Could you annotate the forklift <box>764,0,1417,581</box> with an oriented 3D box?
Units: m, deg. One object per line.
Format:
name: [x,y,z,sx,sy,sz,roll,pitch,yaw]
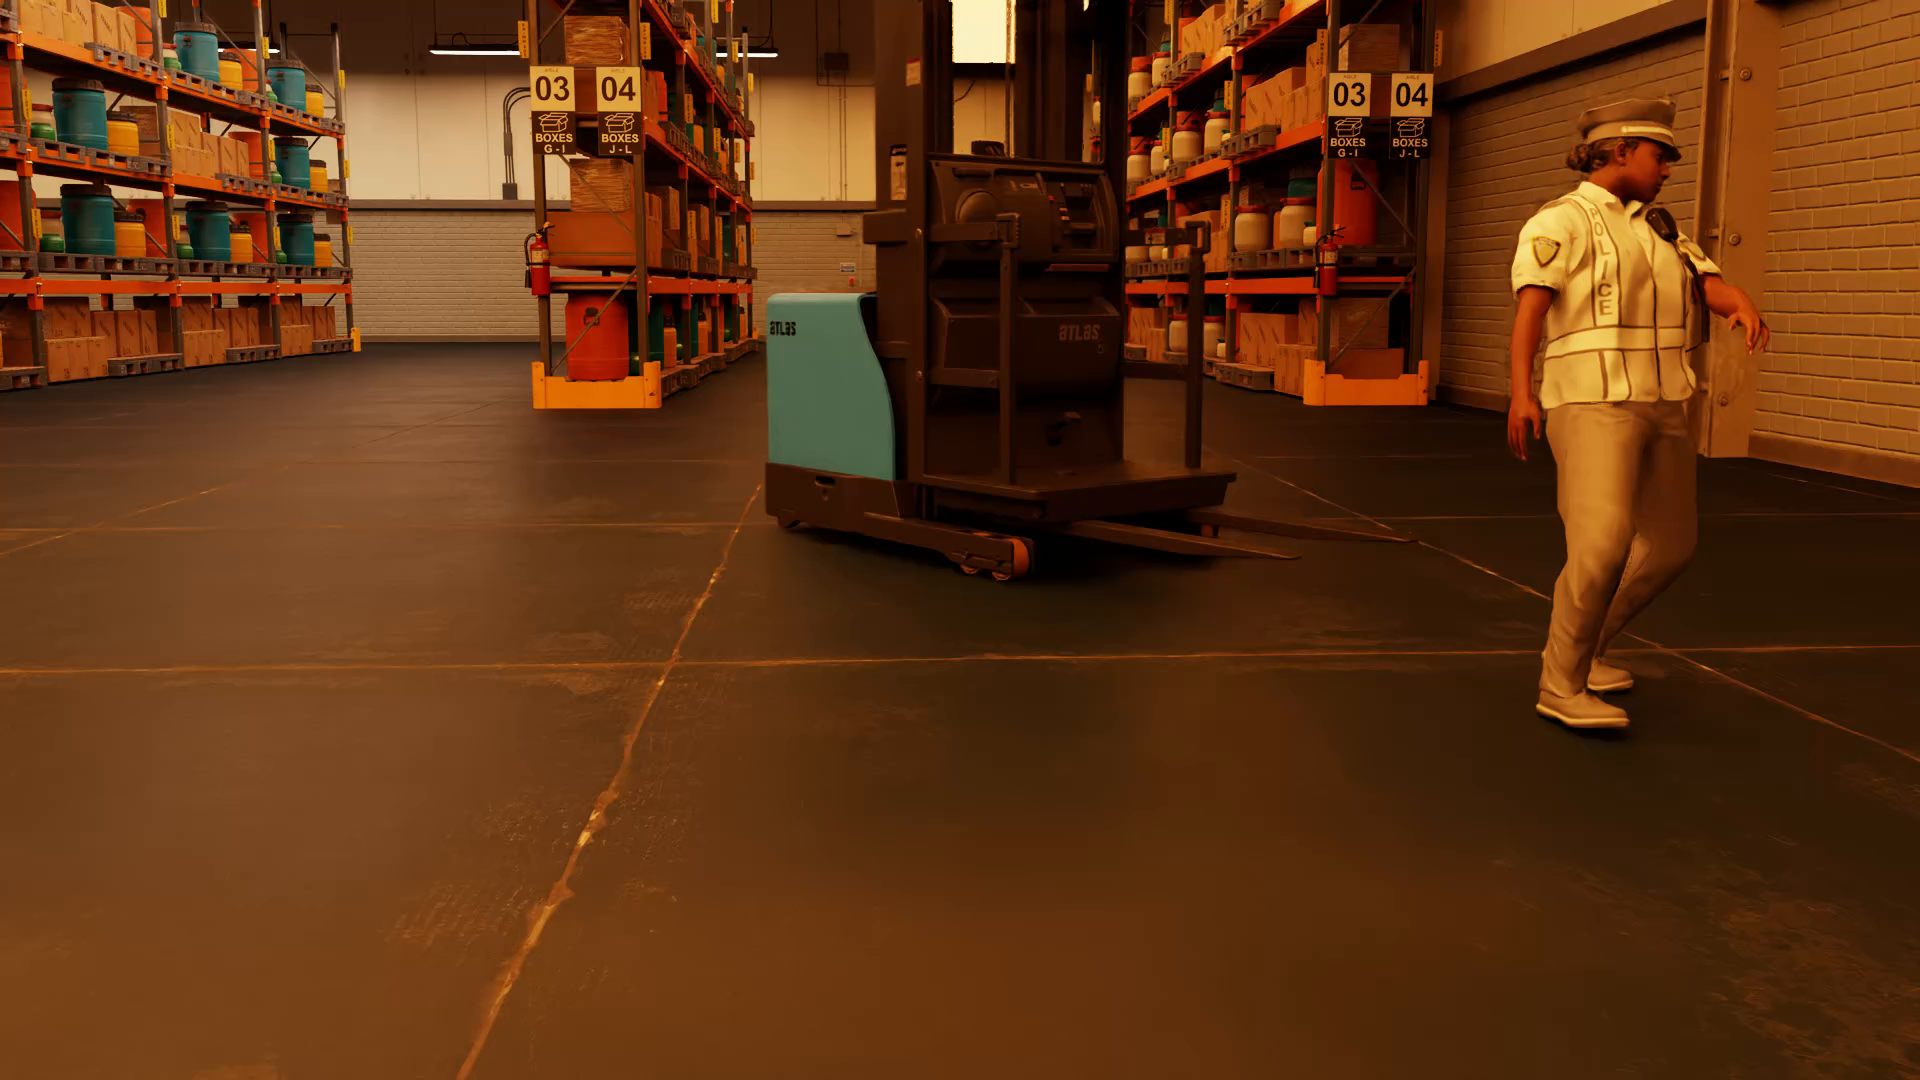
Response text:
forklift: [0.406,-1.376,6.596,1.130,2.935,3.031,-7,11,-37]

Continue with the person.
person: [1.647,-0.313,4.157,0.713,1.561,0.764,-5,10,-32]
